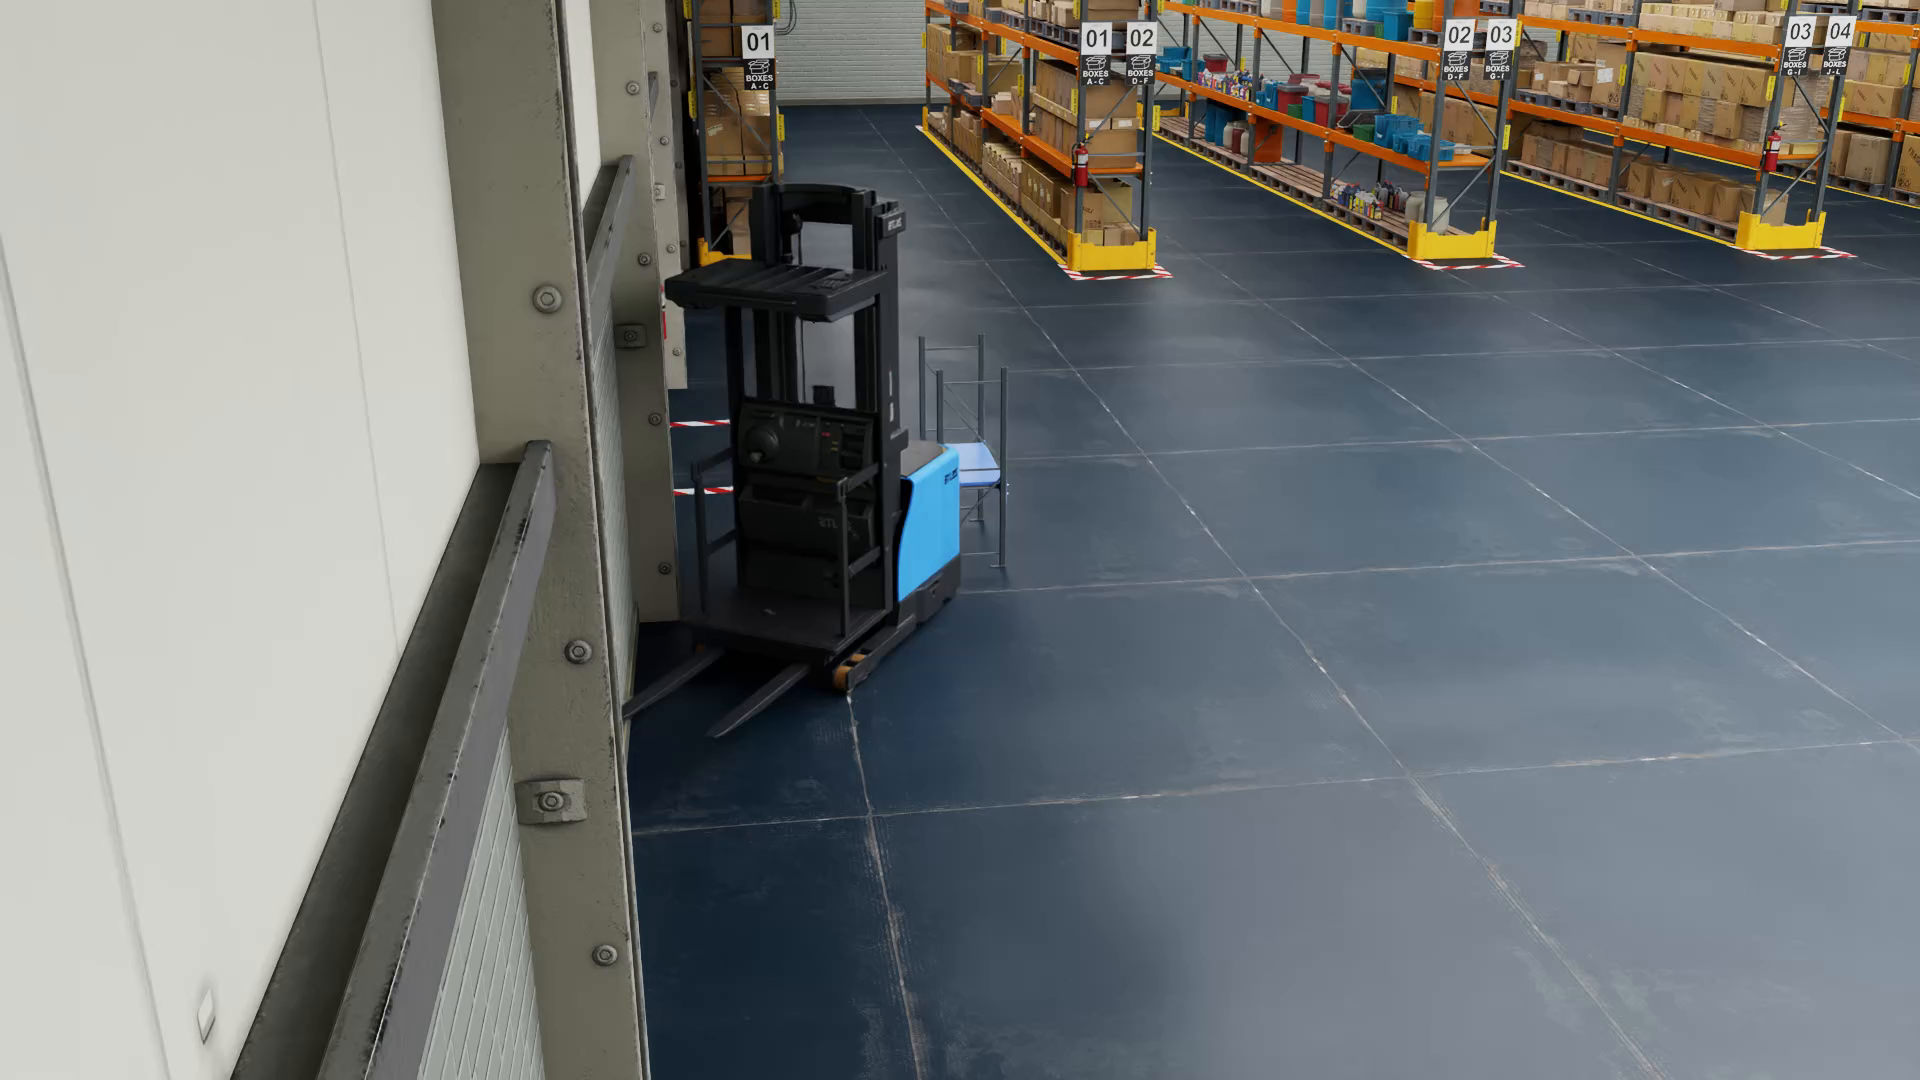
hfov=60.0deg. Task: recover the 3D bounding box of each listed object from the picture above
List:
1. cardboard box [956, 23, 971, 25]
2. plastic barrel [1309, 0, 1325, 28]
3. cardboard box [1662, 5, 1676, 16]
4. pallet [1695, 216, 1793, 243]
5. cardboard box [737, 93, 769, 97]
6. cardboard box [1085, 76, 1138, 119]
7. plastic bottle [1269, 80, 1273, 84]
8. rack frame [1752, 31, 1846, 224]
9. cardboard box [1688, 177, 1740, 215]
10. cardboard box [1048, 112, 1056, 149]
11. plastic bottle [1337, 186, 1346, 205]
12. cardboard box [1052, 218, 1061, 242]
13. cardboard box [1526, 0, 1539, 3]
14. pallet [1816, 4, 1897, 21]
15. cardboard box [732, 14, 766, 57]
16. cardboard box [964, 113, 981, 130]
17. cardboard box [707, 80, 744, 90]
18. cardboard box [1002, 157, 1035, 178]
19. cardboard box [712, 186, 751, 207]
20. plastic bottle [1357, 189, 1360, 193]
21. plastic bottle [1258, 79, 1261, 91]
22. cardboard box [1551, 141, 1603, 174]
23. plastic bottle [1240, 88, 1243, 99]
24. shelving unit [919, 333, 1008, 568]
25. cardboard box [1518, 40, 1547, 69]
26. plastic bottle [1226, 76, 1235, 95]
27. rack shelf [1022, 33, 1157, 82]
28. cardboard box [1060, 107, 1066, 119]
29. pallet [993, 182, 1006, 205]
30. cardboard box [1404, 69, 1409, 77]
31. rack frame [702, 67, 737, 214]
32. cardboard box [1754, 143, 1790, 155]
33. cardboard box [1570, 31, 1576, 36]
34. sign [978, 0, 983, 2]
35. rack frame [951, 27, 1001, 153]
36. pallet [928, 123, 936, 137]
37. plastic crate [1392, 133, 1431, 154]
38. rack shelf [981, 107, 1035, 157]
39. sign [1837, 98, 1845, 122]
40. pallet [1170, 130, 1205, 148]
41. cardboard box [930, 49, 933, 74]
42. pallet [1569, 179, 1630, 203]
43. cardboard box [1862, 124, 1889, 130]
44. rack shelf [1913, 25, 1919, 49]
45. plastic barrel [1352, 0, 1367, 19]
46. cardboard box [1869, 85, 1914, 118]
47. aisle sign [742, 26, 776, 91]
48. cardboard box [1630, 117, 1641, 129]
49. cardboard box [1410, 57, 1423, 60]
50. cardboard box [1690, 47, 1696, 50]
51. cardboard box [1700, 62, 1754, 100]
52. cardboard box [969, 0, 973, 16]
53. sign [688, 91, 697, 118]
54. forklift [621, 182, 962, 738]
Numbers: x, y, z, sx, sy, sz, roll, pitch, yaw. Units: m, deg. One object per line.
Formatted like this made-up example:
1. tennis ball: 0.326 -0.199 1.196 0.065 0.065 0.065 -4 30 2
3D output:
1. cardboard box: 0.081 -11.045 36.430 0.500 0.500 0.500 -3 21 -8
2. plastic barrel: 5.994 -8.796 26.975 0.600 0.901 0.600 0 20 0
3. cardboard box: 11.144 -8.223 25.804 0.380 0.149 0.250 -3 21 -7
4. pallet: 11.761 -4.632 24.816 1.003 0.211 1.213 -3 21 -8
5. cardboard box: -2.975 -6.234 24.234 0.500 0.500 0.500 -3 21 -8
6. cardboard box: 1.989 -5.966 22.405 0.700 0.500 0.500 -3 21 -8
7. plastic bottle: 5.935 -8.616 31.682 0.097 0.271 0.097 0 20 0
8. rack frame: 11.854 -5.629 23.500 1.000 3.000 0.127 -3 21 -8
9. cardboard box: 11.589 -5.295 25.577 0.500 0.500 0.500 -1 21 -3
10. cardboard box: 1.696 -6.053 24.492 0.700 0.500 0.500 -3 21 -7
11. plastic bottle: 6.063 -5.451 26.288 0.152 0.276 0.135 -2 21 -6
12. cardboard box: 1.597 -4.382 23.492 0.500 0.250 0.500 -3 21 -8
13. cardboard box: 10.515 -9.909 29.816 0.500 0.500 0.500 -3 21 -7
14. pallet: 15.933 -9.323 29.374 1.003 0.211 1.213 -2 21 -5
15. cardboard box: -2.651 -6.469 21.291 0.500 0.500 0.500 -2 21 -6
16. cardboard box: 0.367 -7.972 31.645 0.500 0.250 0.500 -3 21 -9
17. cardboard box: -3.666 -7.115 26.708 0.700 0.500 0.500 0 20 0
18. cardboard box: 0.982 -6.165 27.464 0.500 0.311 0.500 -3 21 -8
19. cardboard box: -3.549 -5.553 26.242 0.700 0.500 0.500 -2 21 -6
20. plastic bottle: 6.223 -5.347 26.017 0.097 0.271 0.097 0 20 0
21. plastic bottle: 5.707 -8.773 31.989 0.144 0.351 0.185 -3 21 -8
22. cardboard box: 10.999 -6.815 29.621 0.700 0.500 0.500 -1 21 -3
23. plastic bottle: 5.274 -8.329 31.013 0.097 0.201 0.097 0 20 0
24. shelving unit: 0.012 -0.673 12.375 0.538 1.500 1.048 -3 21 -8
25. cardboard box: 10.612 -9.169 31.403 0.797 0.503 0.637 -2 21 -6
26. plastic bottle: 5.173 -8.697 31.786 0.144 0.351 0.185 -3 21 -8
27. rack shelf: 1.763 -6.891 23.621 1.077 0.370 4.000 -3 21 -8
28. cardboard box: 1.619 -6.052 23.563 0.380 0.149 0.250 -2 21 -6
29. pallet: 1.151 -5.886 28.173 1.003 0.211 1.213 -3 21 -8
30. cardboard box: 9.682 -9.933 35.383 0.380 0.149 0.250 -3 21 -9
31. rack frame: -3.427 -6.264 25.201 1.000 3.000 0.127 -3 21 -8
32. cardboard box: 11.609 -5.599 23.780 0.380 0.149 0.250 -3 21 -8
33. cardboard box: 14.273 -11.869 38.211 0.500 0.500 0.500 -3 21 -8
34. sign: 0.361 -9.521 28.895 0.100 0.325 0.005 -3 21 -8
35. rack frame: 0.321 -9.285 33.290 1.000 3.000 0.127 -3 21 -8
36. pallet: -0.128 -9.061 36.676 1.003 0.211 1.213 -3 21 -8
37. plastic crate: 6.497 -5.693 23.883 0.499 0.251 0.408 -3 21 -8
38. rack shelf: 1.186 -6.871 27.853 1.077 0.370 4.000 -3 21 -8
39. sign: 12.391 -6.062 23.422 0.100 0.325 0.005 -3 21 -8
40. pallet: 5.079 -8.480 35.119 1.003 0.211 1.213 -3 21 -8
41. cardboard box: -0.373 -10.372 36.056 0.500 0.500 0.500 -3 21 -8
42. pallet: 11.164 -5.977 28.417 1.003 0.211 1.213 -3 21 -8
43. cardboard box: 20.100 -9.274 35.696 0.875 0.875 0.875 -2 21 -6
44. rack shelf: 16.489 -7.605 25.531 1.077 0.370 4.000 -3 21 -8
45. plastic barrel: 6.244 -8.259 25.495 0.421 0.512 0.421 0 20 0
46. cardboard box: 15.861 -7.443 28.214 0.500 0.500 0.500 -3 21 -8
47. aisle sign: -2.543 -6.087 21.012 0.394 0.787 0.004 -3 21 -8
48. cardboard box: 11.034 -6.719 26.778 0.380 0.149 0.250 -3 21 -8
49. cardboard box: 9.794 -10.350 34.857 0.500 0.500 0.500 -2 21 -6
50. cardboard box: 15.338 -10.134 34.472 0.380 0.149 0.250 -4 21 -9
51. cardboard box: 11.383 -6.807 24.658 0.500 0.500 0.500 -3 21 -8
52. cardboard box: 0.653 -9.858 30.394 0.910 0.500 0.500 -3 21 -8
53. sign: -3.402 -5.549 21.179 0.100 0.325 0.005 -3 21 -8
54. forklift: -1.046 -0.606 10.151 1.130 2.935 3.031 9 22 22
